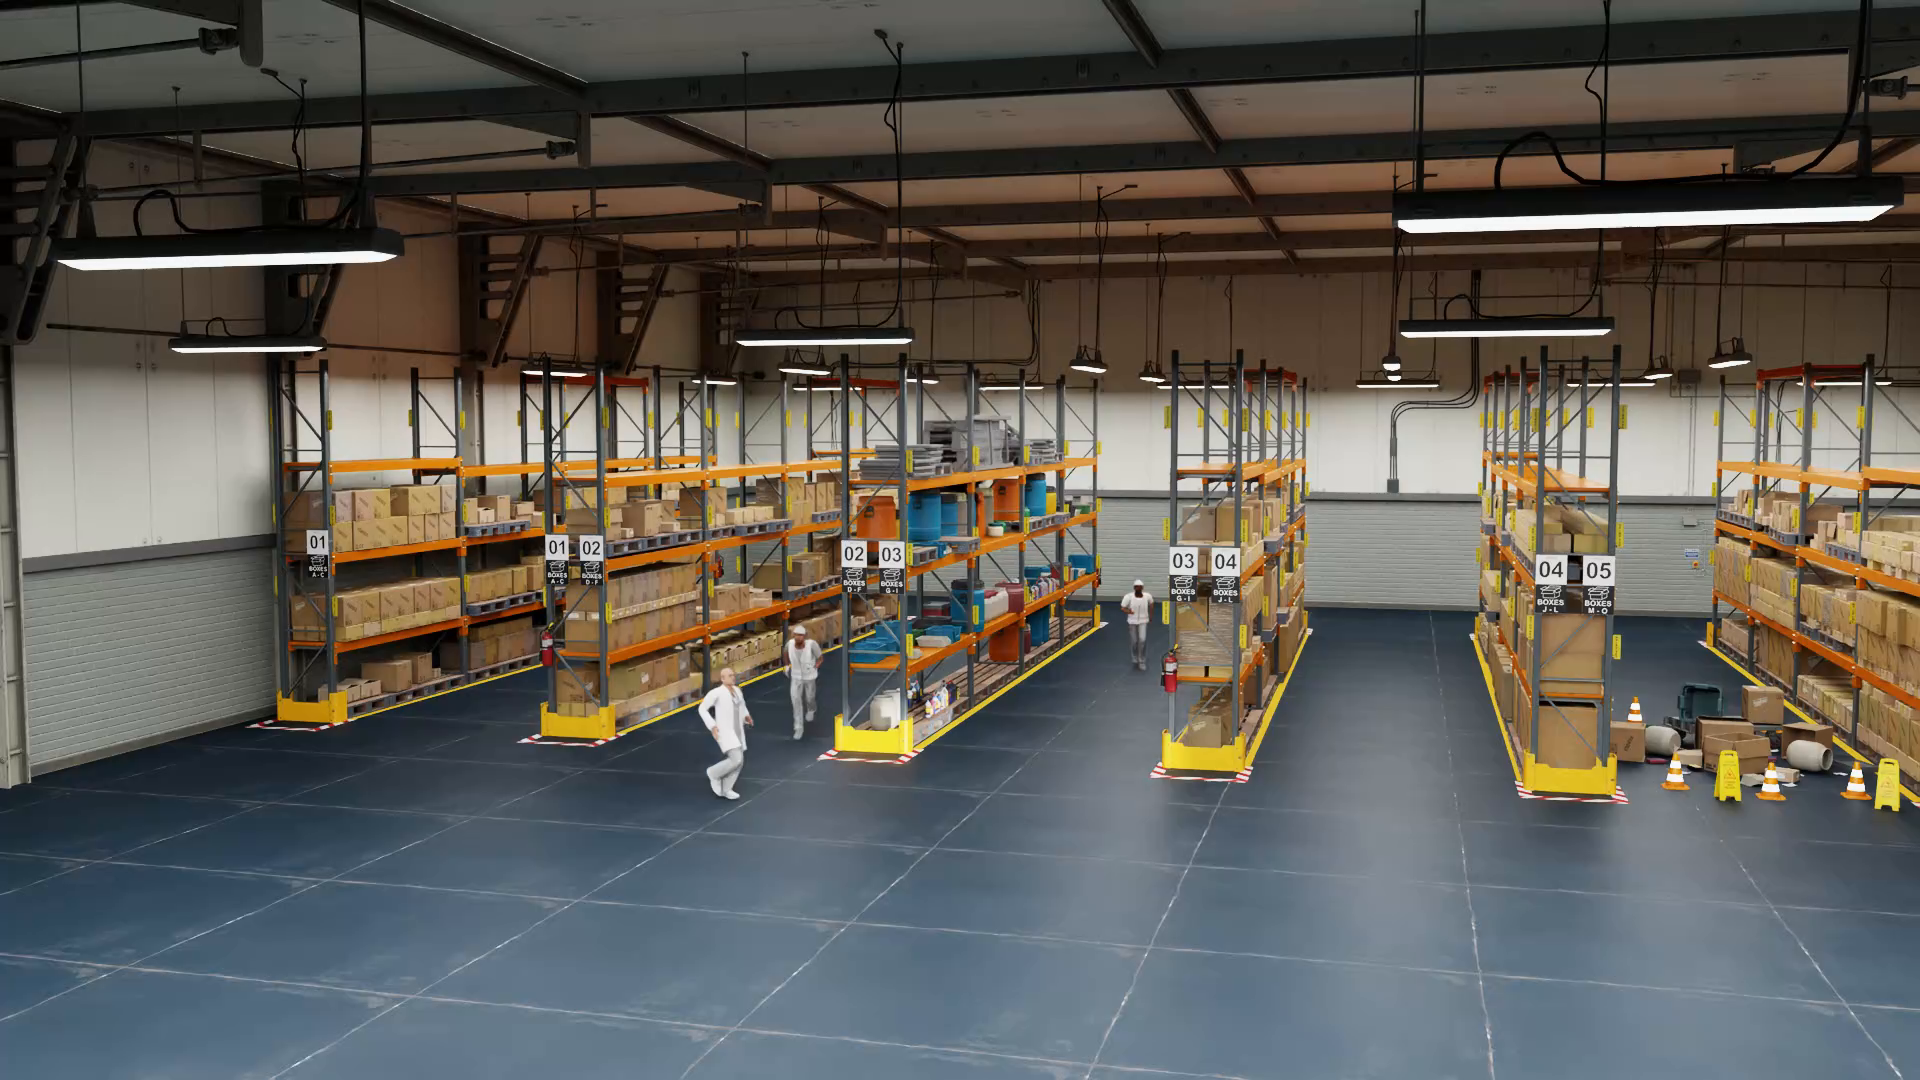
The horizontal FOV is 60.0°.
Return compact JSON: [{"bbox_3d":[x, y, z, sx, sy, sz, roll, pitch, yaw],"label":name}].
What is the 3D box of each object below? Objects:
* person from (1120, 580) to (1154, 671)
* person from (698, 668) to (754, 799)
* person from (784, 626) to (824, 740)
[{"bbox_3d":[3.584,1.704,33.665,0.678,1.817,0.803,0,4,5],"label":"person"},{"bbox_3d":[-3.018,2.598,21.935,0.631,1.650,0.713,3,5,35],"label":"person"},{"bbox_3d":[-2.488,2.222,26.549,0.683,1.772,1.132,0,4,5],"label":"person"}]
